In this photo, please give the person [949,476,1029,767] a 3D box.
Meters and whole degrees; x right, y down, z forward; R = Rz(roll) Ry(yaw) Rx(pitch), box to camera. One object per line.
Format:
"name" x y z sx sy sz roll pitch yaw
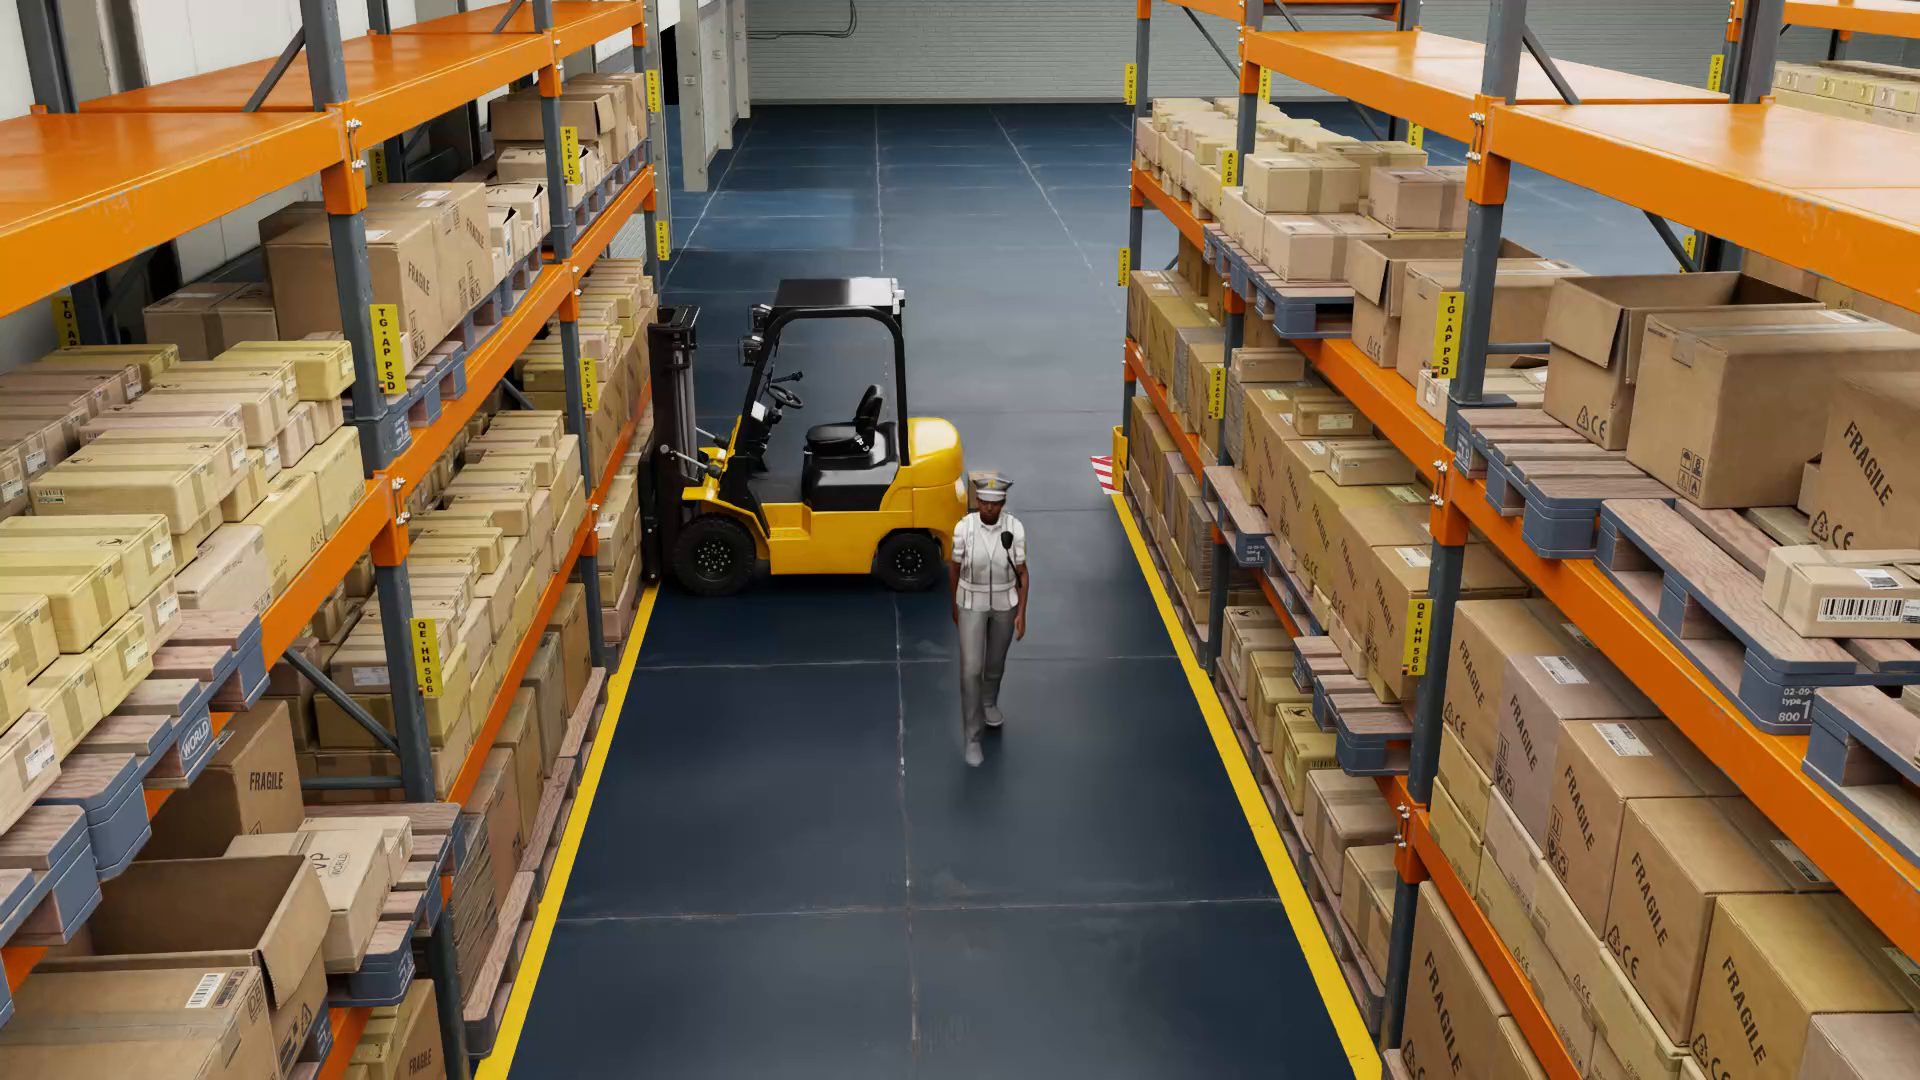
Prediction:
"person" 0.178 0.439 9.903 0.458 1.733 0.702 -2 21 -6
